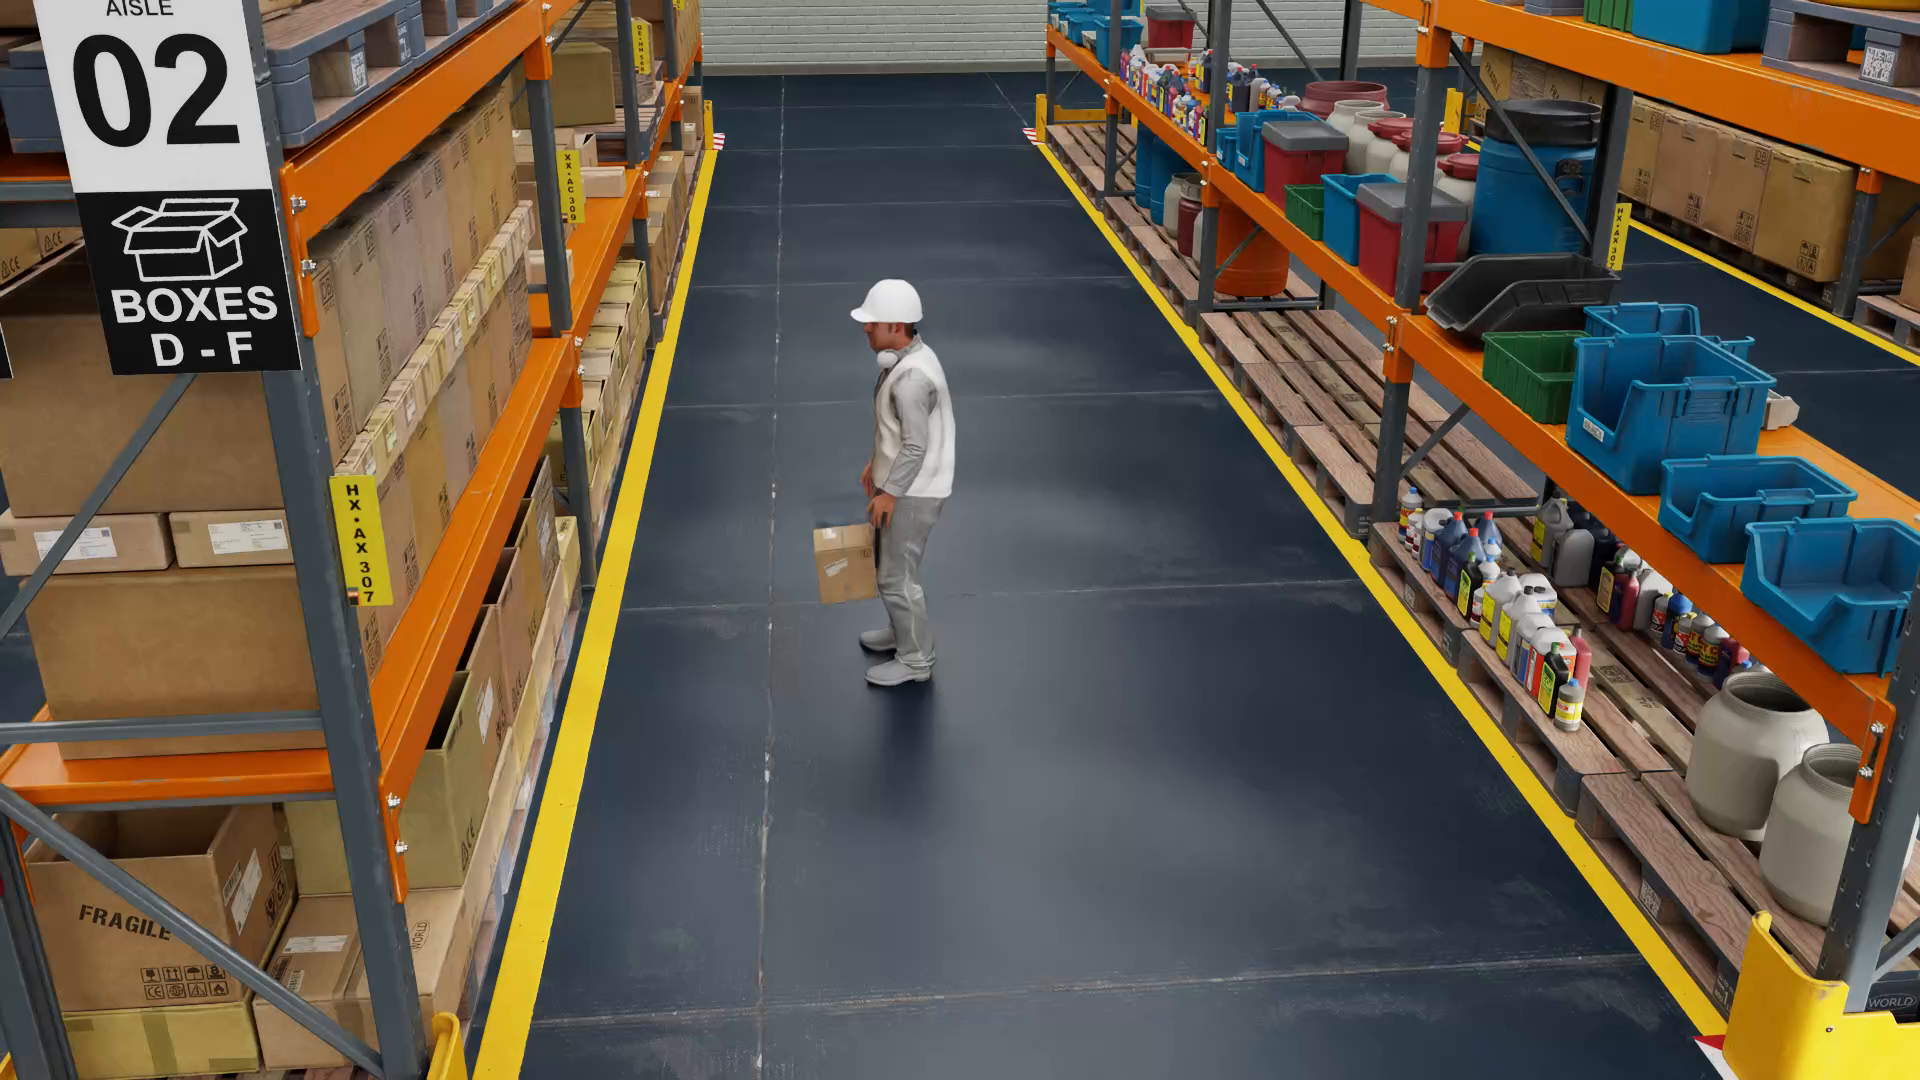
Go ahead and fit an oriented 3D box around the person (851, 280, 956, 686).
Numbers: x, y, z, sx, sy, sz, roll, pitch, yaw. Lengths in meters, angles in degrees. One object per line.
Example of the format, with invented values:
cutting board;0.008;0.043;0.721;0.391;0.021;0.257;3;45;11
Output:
person;-0.235;-0.249;7.135;0.430;1.774;0.560;-3;24;-6
